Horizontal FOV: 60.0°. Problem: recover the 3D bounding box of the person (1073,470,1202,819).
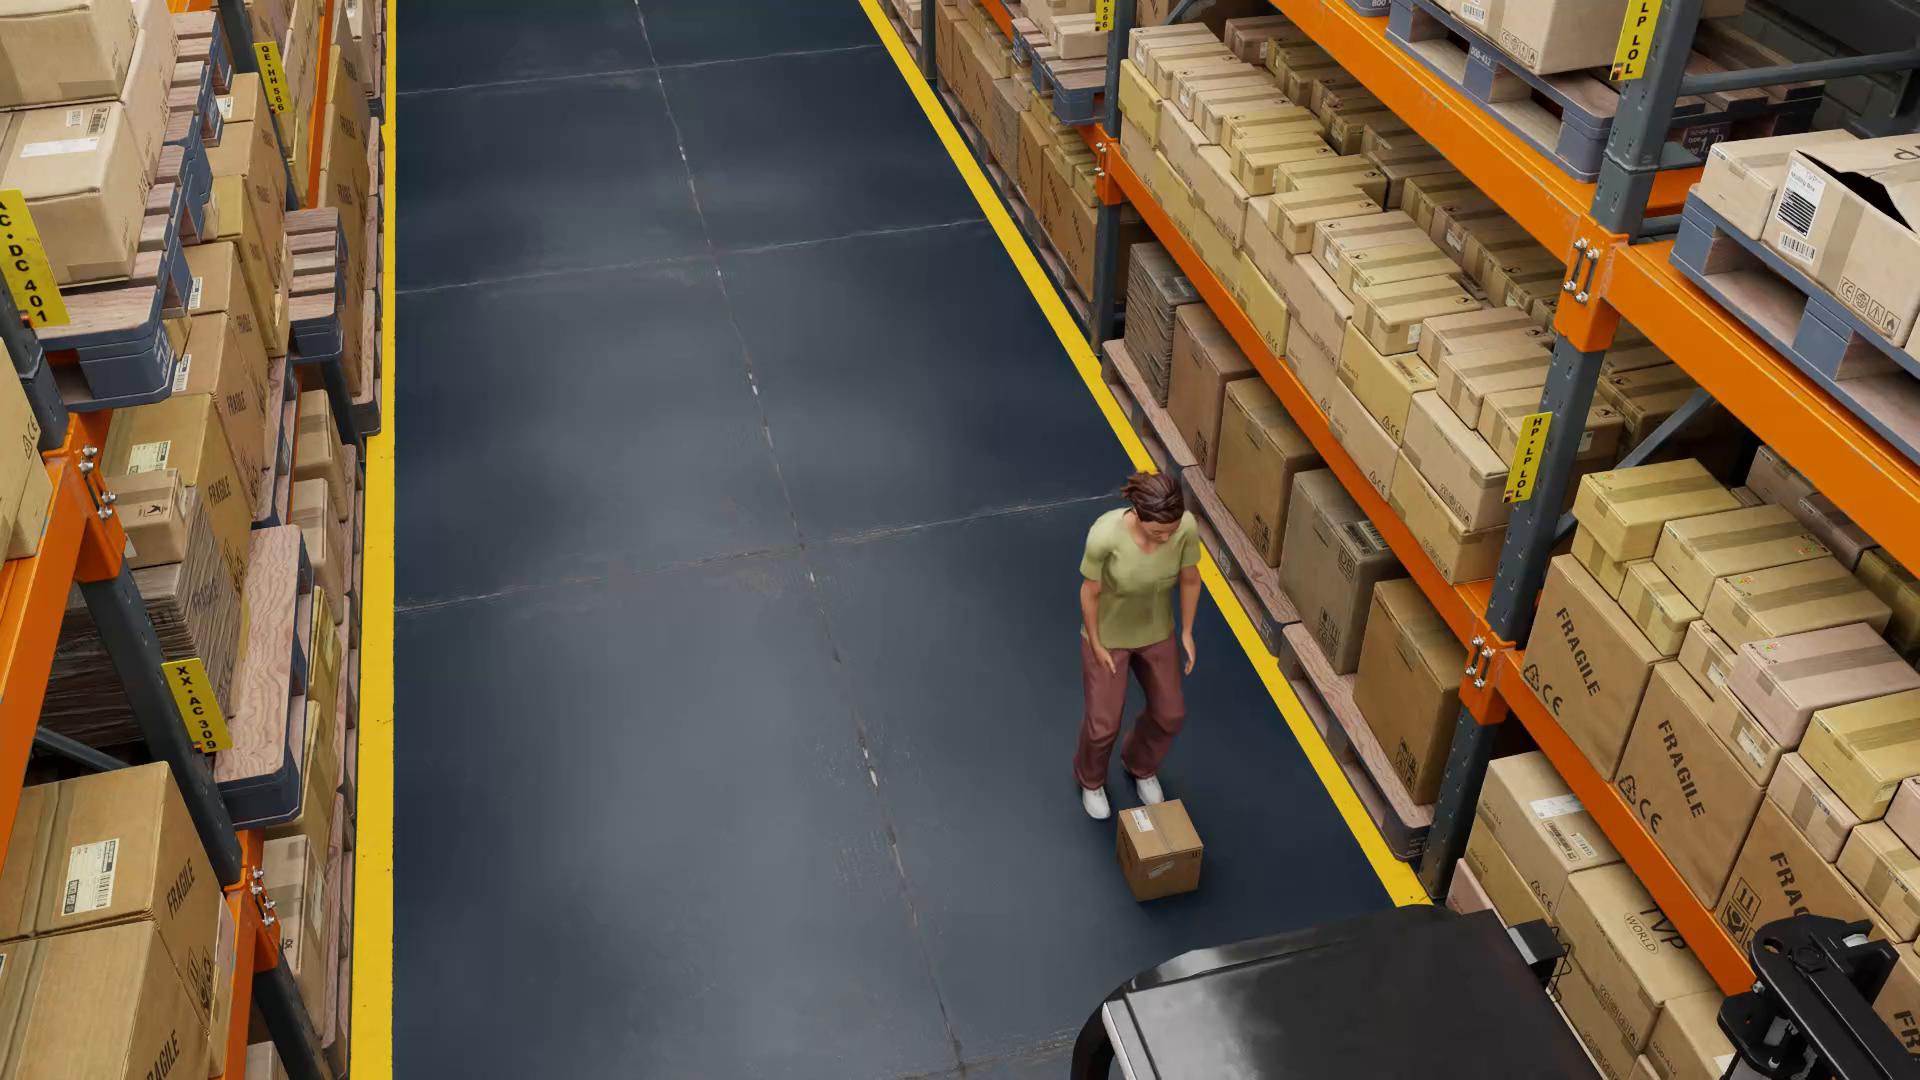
[{"bbox_3d":[0.673,0.375,6.288,0.470,1.628,0.387,-9,39,-11],"label":"person"}]
